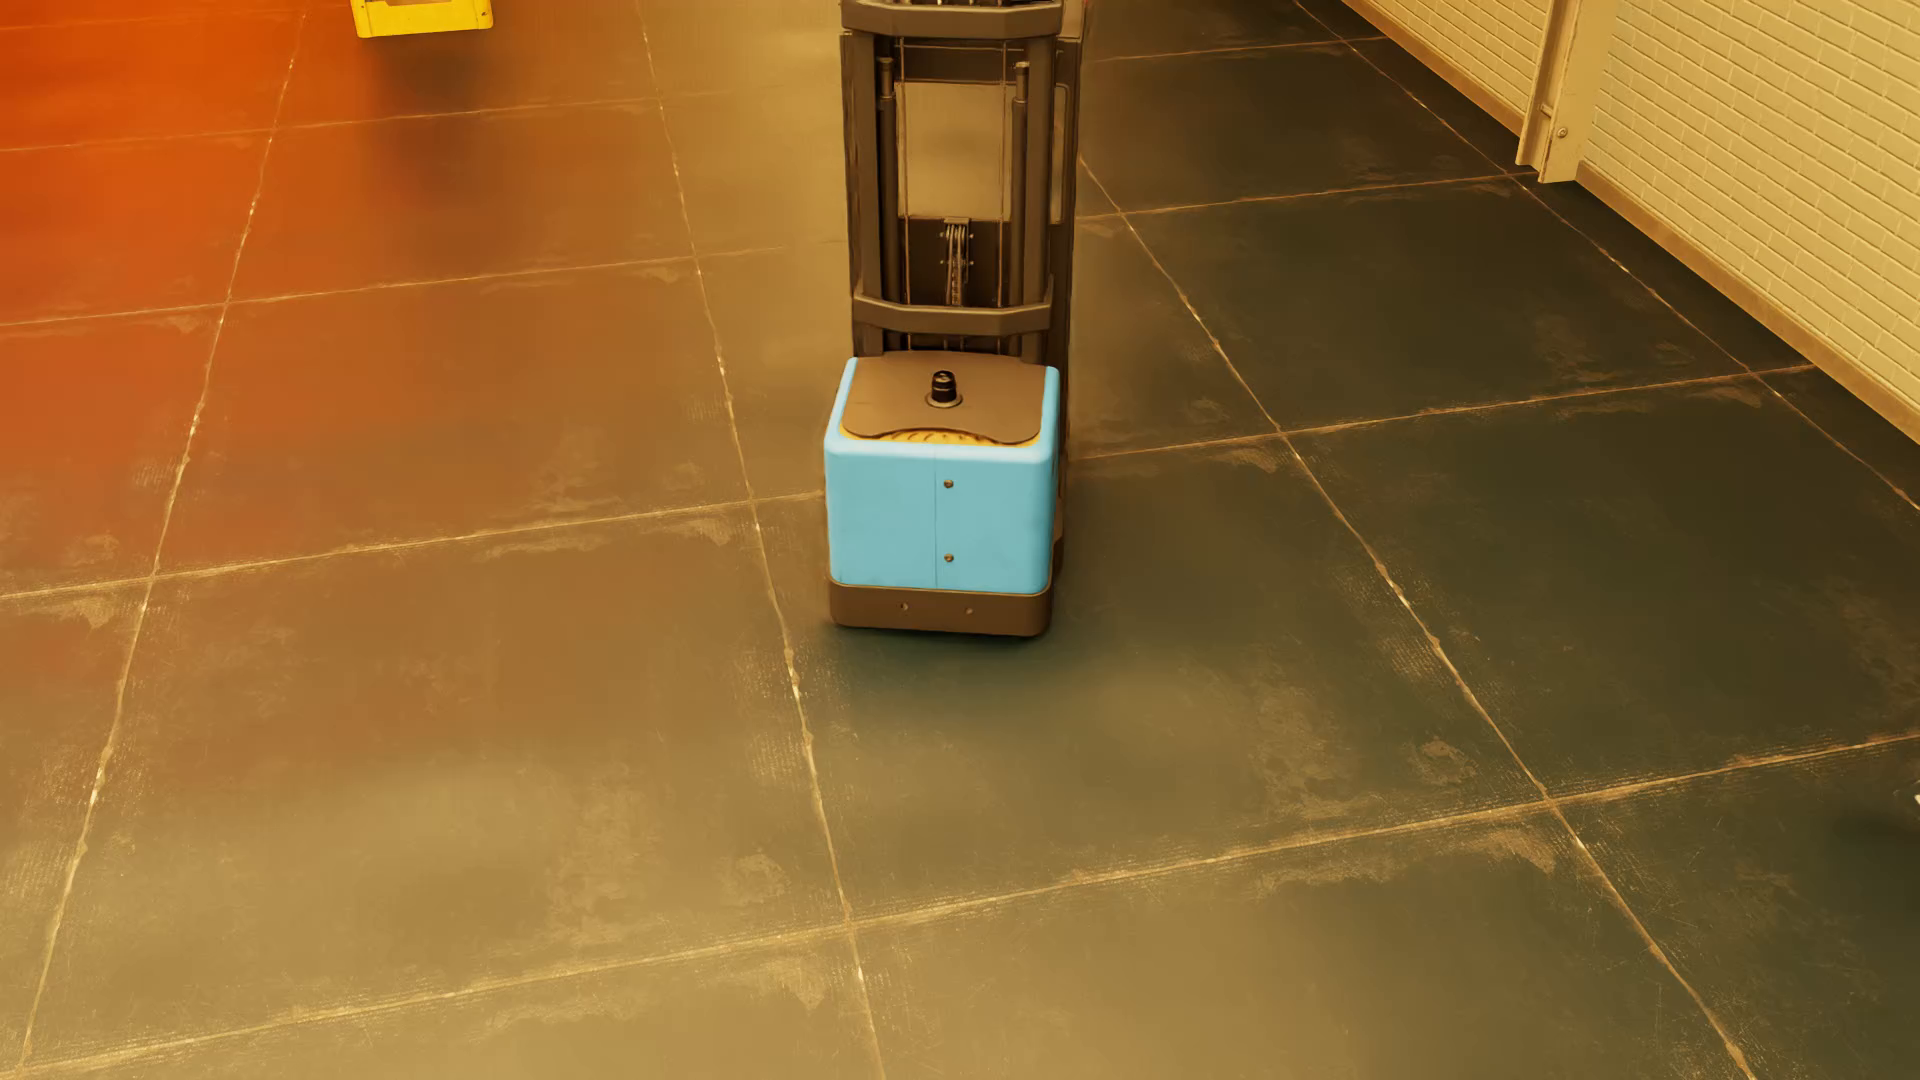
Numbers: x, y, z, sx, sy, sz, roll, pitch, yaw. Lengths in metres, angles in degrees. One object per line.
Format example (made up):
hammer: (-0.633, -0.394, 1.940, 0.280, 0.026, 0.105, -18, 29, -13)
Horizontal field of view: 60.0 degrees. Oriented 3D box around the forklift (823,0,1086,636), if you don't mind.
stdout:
forklift: (0.026, -1.582, 8.248, 1.130, 2.935, 3.031, 3, 36, 4)
